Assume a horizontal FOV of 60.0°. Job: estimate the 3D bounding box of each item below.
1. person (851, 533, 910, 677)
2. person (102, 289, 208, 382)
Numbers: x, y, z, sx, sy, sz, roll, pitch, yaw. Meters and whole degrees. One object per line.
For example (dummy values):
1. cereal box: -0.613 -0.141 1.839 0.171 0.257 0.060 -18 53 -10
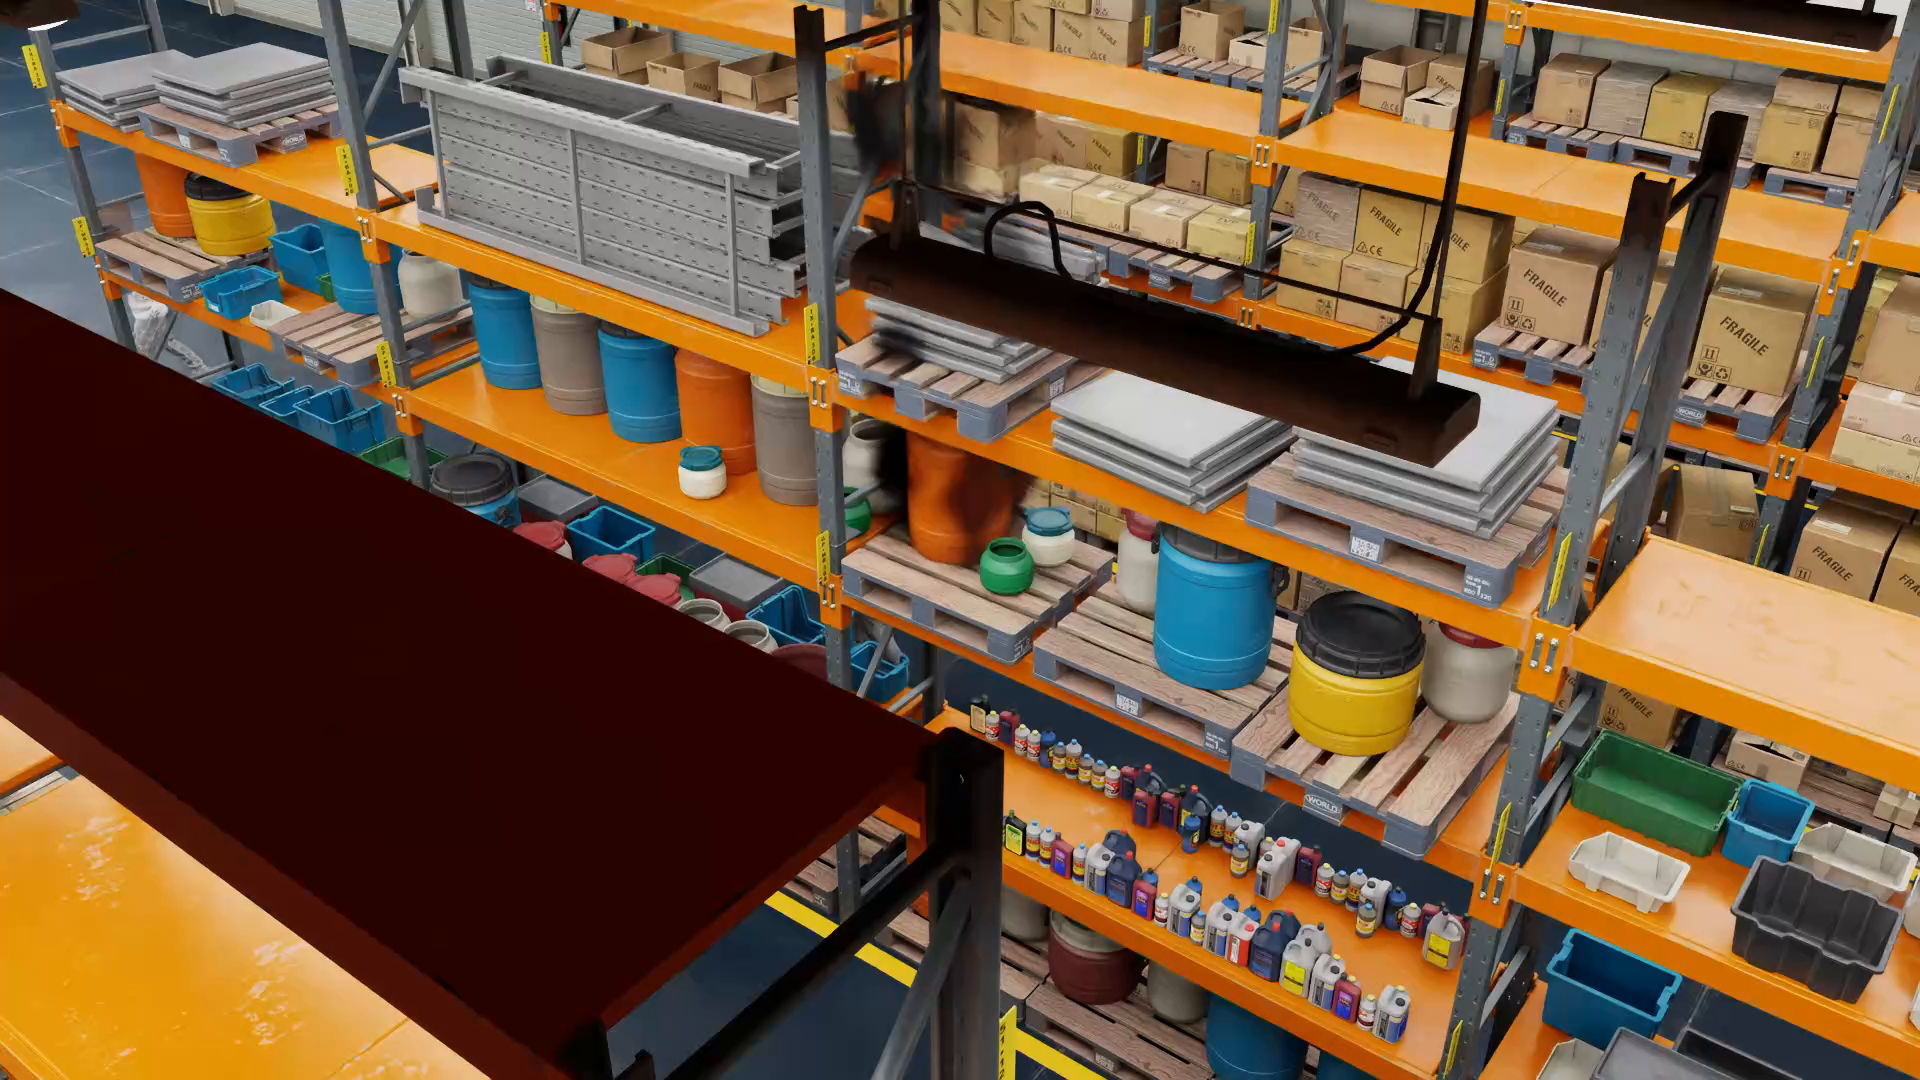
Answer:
1. person: -0.707 0.301 13.065 0.836 1.817 0.635 20 37 29
2. person: -8.449 -2.341 17.405 0.808 1.847 0.643 -15 34 -23
